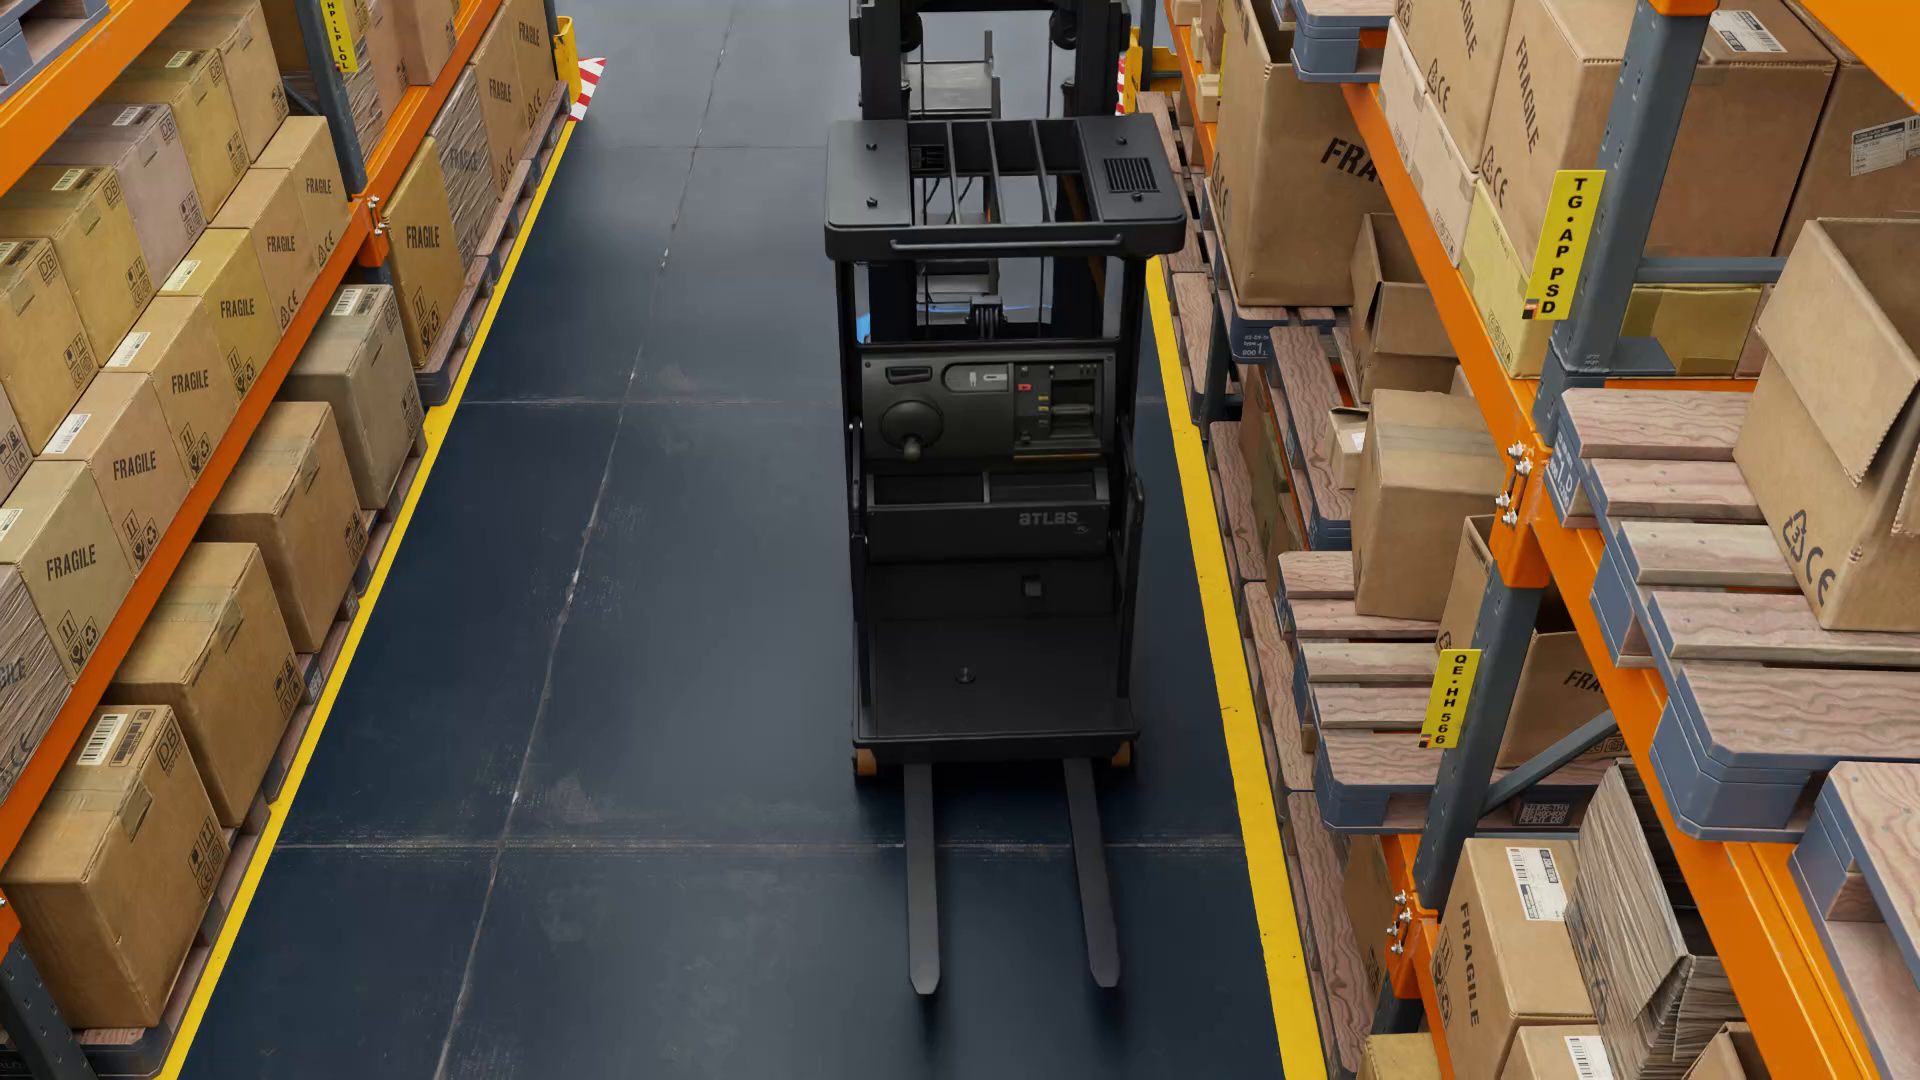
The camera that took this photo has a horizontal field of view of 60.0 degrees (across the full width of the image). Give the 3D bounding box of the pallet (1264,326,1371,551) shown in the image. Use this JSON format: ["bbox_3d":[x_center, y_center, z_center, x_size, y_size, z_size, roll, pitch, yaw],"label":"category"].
[{"bbox_3d":[1.681,-0.363,5.958,1.003,0.211,1.213,0,39,0],"label":"pallet"}]

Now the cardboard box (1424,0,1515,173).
[{"bbox_3d":[1.462,-1.223,4.000,0.500,0.500,0.500,0,39,0],"label":"cardboard box"}]

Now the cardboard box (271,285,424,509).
[{"bbox_3d":[-3.150,-0.659,7.637,1.050,0.750,0.750,0,39,0],"label":"cardboard box"}]

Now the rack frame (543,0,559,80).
[{"bbox_3d":[-3.245,-4.262,10.670,1.000,3.000,0.127,0,39,0],"label":"rack frame"}]

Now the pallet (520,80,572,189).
[{"bbox_3d":[-3.166,-2.674,10.918,1.003,0.211,1.213,0,39,0],"label":"pallet"}]

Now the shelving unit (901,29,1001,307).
[{"bbox_3d":[-0.049,-1.204,7.573,0.431,2.100,0.503,-2,39,-2],"label":"shelving unit"}]

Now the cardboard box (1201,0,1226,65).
[{"bbox_3d":[1.714,-2.763,8.482,0.875,0.500,0.500,0,39,0],"label":"cardboard box"}]

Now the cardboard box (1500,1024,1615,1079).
[{"bbox_3d":[1.456,1.388,3.540,0.500,0.500,0.500,-1,39,-1],"label":"cardboard box"}]

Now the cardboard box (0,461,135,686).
[{"bbox_3d":[-2.970,0.103,5.143,0.500,0.500,0.500,0,39,0],"label":"cardboard box"}]

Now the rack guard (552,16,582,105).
[{"bbox_3d":[-3.245,-3.302,11.471,1.175,0.500,0.348,0,39,0],"label":"rack guard"}]

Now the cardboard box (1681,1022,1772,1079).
[{"bbox_3d":[1.707,1.234,2.929,0.797,0.503,0.637,1,39,1],"label":"cardboard box"}]

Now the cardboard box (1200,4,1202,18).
[{"bbox_3d":[1.515,-2.832,9.086,0.380,0.149,0.250,0,39,0],"label":"cardboard box"}]

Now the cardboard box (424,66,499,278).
[{"bbox_3d":[-3.176,-2.053,9.276,0.875,0.875,0.875,0,39,0],"label":"cardboard box"}]

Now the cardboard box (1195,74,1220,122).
[{"bbox_3d":[1.383,-2.207,8.306,0.380,0.149,0.250,0,39,0],"label":"cardboard box"}]

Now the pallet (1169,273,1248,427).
[{"bbox_3d":[1.684,-1.033,8.870,1.003,0.211,1.213,0,39,0],"label":"pallet"}]

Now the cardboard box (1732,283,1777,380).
[{"bbox_3d":[1.978,-0.606,3.829,0.500,0.250,0.500,1,39,1],"label":"cardboard box"}]

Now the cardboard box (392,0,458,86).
[{"bbox_3d":[-3.159,-2.732,8.640,0.875,0.550,0.550,0,39,0],"label":"cardboard box"}]

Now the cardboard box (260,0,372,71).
[{"bbox_3d":[-3.206,-2.472,7.452,0.875,0.550,0.550,0,39,0],"label":"cardboard box"}]

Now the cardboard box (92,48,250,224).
[{"bbox_3d":[-3.231,-1.558,6.416,0.700,0.500,0.500,-1,39,-1],"label":"cardboard box"}]

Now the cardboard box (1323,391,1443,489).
[{"bbox_3d":[1.452,-0.354,5.565,0.396,0.266,0.258,-1,39,-1],"label":"cardboard box"}]

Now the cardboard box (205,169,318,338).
[{"bbox_3d":[-2.972,-1.158,6.716,0.500,0.500,0.500,0,39,-1],"label":"cardboard box"}]

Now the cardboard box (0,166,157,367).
[{"bbox_3d":[-3.232,-0.926,5.628,0.700,0.500,0.500,0,39,0],"label":"cardboard box"}]

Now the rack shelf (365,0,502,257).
[{"bbox_3d":[-3.243,-2.731,9.334,1.077,0.370,4.000,0,39,0],"label":"rack shelf"}]

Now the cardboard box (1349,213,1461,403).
[{"bbox_3d":[1.814,-0.822,5.958,0.797,0.503,0.637,4,39,5],"label":"cardboard box"}]

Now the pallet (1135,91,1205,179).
[{"bbox_3d":[1.681,-2.559,10.774,1.003,0.211,1.213,0,39,0],"label":"pallet"}]

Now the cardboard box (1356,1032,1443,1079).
[{"bbox_3d":[1.704,1.897,4.348,1.225,0.875,0.875,-2,39,-2],"label":"cardboard box"}]

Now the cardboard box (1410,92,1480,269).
[{"bbox_3d":[1.464,-0.919,4.220,0.500,0.250,0.500,0,39,0],"label":"cardboard box"}]

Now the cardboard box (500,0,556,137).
[{"bbox_3d":[-3.178,-3.173,10.674,0.875,0.875,0.875,0,39,0],"label":"cardboard box"}]

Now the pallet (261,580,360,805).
[{"bbox_3d":[-3.160,0.574,6.864,1.003,0.211,1.213,0,39,0],"label":"pallet"}]

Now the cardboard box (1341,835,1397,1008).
[{"bbox_3d":[1.704,1.185,5.520,0.700,0.500,0.500,-2,39,-2],"label":"cardboard box"}]

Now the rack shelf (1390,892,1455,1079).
[{"bbox_3d":[1.727,2.331,3.017,1.077,0.370,4.000,0,39,0],"label":"rack shelf"}]

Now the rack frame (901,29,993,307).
[{"bbox_3d":[-0.061,-1.356,7.764,0.400,2.100,0.015,-2,39,-2],"label":"rack frame"}]

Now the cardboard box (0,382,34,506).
[{"bbox_3d":[-3.228,-0.286,4.828,0.700,0.500,0.500,-1,39,-1],"label":"cardboard box"}]

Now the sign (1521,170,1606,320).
[{"bbox_3d":[1.182,-0.573,3.254,0.100,0.325,0.005,0,39,0],"label":"sign"}]

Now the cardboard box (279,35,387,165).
[{"bbox_3d":[-3.253,-2.050,7.790,0.875,0.550,0.550,0,39,0],"label":"cardboard box"}]

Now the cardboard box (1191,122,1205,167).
[{"bbox_3d":[1.734,-2.627,10.292,0.500,0.500,0.500,10,40,12],"label":"cardboard box"}]

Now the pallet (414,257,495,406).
[{"bbox_3d":[-3.163,-1.148,9.014,1.003,0.211,1.213,0,39,0],"label":"pallet"}]

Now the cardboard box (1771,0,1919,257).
[{"bbox_3d":[1.981,-0.899,3.594,0.500,0.500,0.500,0,39,0],"label":"cardboard box"}]

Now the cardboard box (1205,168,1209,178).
[{"bbox_3d":[1.672,-1.886,9.368,0.500,0.500,0.500,-3,39,-4],"label":"cardboard box"}]

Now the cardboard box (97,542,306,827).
[{"bbox_3d":[-3.151,0.527,6.157,1.050,0.750,0.750,1,39,1],"label":"cardboard box"}]

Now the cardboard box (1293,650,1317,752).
[{"bbox_3d":[1.683,0.483,6.395,0.700,0.500,0.500,3,39,4],"label":"cardboard box"}]

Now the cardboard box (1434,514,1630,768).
[{"bbox_3d":[1.684,0.260,4.612,0.500,0.500,0.500,-5,39,-6],"label":"cardboard box"}]

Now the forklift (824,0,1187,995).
[{"bbox_3d":[0.119,-0.419,5.929,1.130,2.935,3.031,-2,39,-2],"label":"forklift"}]

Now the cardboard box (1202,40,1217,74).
[{"bbox_3d":[1.474,-2.519,8.696,0.380,0.149,0.250,0,39,0],"label":"cardboard box"}]

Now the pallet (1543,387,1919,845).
[{"bbox_3d":[1.778,0.106,2.972,1.213,0.211,1.003,2,39,2],"label":"pallet"}]

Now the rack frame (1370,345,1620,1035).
[{"bbox_3d":[1.724,0.800,4.353,1.000,3.000,0.127,0,39,0],"label":"rack frame"}]

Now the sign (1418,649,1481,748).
[{"bbox_3d":[1.182,0.385,4.008,0.100,0.325,0.005,0,39,0],"label":"sign"}]

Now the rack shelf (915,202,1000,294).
[{"bbox_3d":[-0.049,-1.193,7.582,0.431,0.518,0.480,-2,39,-2],"label":"rack shelf"}]

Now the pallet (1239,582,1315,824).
[{"bbox_3d":[1.726,0.639,6.784,1.003,0.211,1.213,0,39,0],"label":"pallet"}]

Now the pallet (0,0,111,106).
[{"bbox_3d":[-3.294,-1.458,4.923,1.003,0.211,1.213,2,39,2],"label":"pallet"}]

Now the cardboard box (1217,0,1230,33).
[{"bbox_3d":[1.444,-2.528,7.388,0.500,0.500,0.500,0,39,0],"label":"cardboard box"}]

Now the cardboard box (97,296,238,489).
[{"bbox_3d":[-2.968,-0.524,5.926,0.500,0.500,0.500,0,39,-1],"label":"cardboard box"}]

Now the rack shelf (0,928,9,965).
[{"bbox_3d":[-3.233,2.272,3.092,1.077,0.370,4.000,0,39,0],"label":"rack shelf"}]

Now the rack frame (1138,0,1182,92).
[{"bbox_3d":[1.715,-4.203,10.596,1.000,3.000,0.127,0,39,0],"label":"rack frame"}]

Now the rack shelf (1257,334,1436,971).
[{"bbox_3d":[1.722,-0.170,6.139,1.077,0.370,4.000,0,39,0],"label":"rack shelf"}]

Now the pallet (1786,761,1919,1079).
[{"bbox_3d":[1.782,0.805,2.099,1.003,0.211,1.213,2,39,2],"label":"pallet"}]

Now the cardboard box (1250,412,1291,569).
[{"bbox_3d":[1.681,-0.215,7.267,0.700,0.500,0.500,0,39,0],"label":"cardboard box"}]
